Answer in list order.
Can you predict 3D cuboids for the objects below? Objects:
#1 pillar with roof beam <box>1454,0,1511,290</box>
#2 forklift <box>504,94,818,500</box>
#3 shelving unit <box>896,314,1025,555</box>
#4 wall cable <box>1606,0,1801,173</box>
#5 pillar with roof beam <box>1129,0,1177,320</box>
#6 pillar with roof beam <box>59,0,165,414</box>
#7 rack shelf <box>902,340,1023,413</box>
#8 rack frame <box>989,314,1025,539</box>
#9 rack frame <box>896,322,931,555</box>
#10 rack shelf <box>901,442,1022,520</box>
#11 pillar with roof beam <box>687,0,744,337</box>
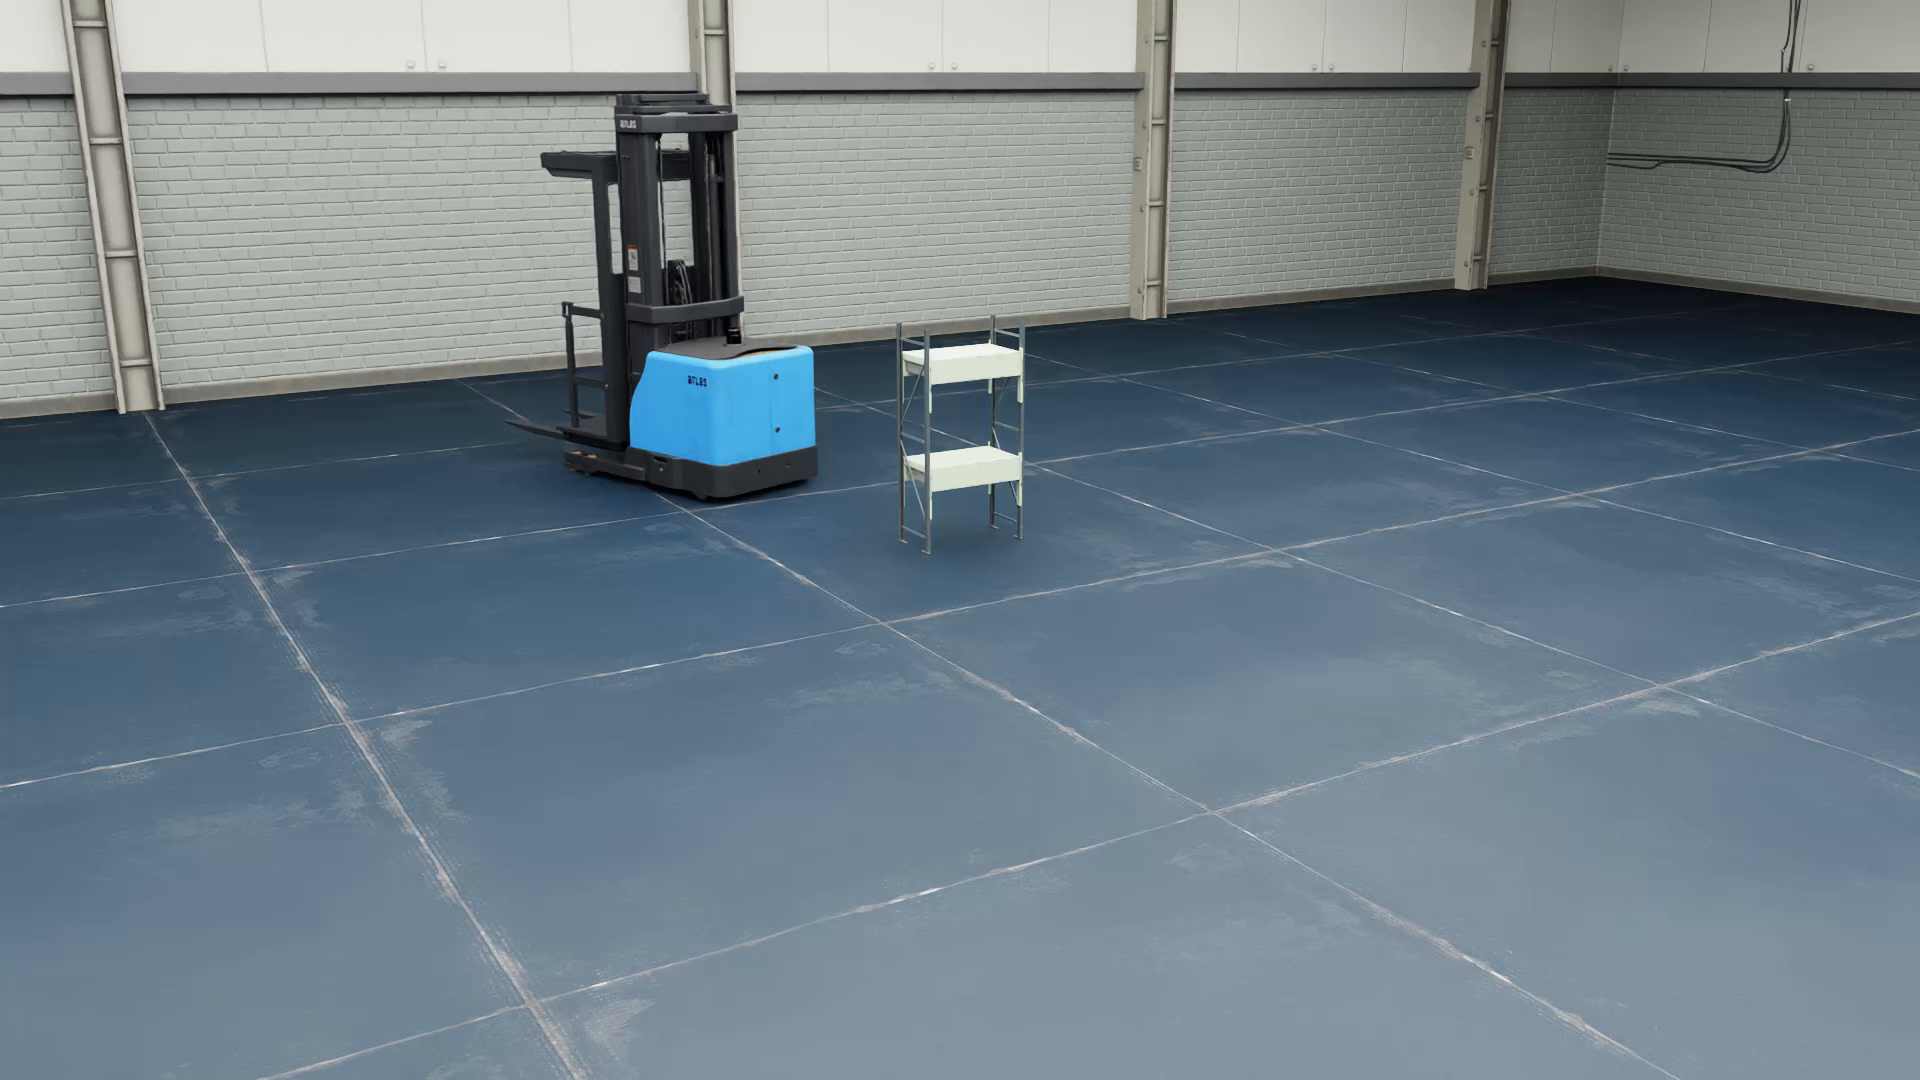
[{"bbox_3d":[9.824,-7.092,20.038,0.400,9.000,9.100,-9,18,-30],"label":"pillar with roof beam"},{"bbox_3d":[-2.548,-2.018,13.178,3.031,2.935,1.130,13,20,39],"label":"forklift"},{"bbox_3d":[0.006,-0.723,11.211,0.755,1.500,0.431,-9,18,-30],"label":"shelving unit"},{"bbox_3d":[10.813,-6.696,24.379,0.112,2.526,3.097,-9,18,-30],"label":"wall cable"},{"bbox_3d":[4.680,-6.258,17.062,0.400,9.000,9.100,-9,18,-30],"label":"pillar with roof beam"},{"bbox_3d":[-5.606,-4.590,11.112,0.400,9.000,9.100,-9,18,-30],"label":"pillar with roof beam"},{"bbox_3d":[0.006,-1.099,11.105,0.720,0.370,0.431,-9,18,-30],"label":"rack shelf"},{"bbox_3d":[0.319,-0.774,11.392,0.023,1.500,0.400,-9,18,-30],"label":"rack frame"},{"bbox_3d":[-0.308,-0.672,11.029,0.023,1.500,0.400,-9,18,-30],"label":"rack frame"},{"bbox_3d":[0.006,-0.409,11.299,0.720,0.370,0.431,-9,18,-30],"label":"rack shelf"},{"bbox_3d":[-0.463,-5.424,14.087,0.400,9.000,9.100,-9,18,-30],"label":"pillar with roof beam"}]
